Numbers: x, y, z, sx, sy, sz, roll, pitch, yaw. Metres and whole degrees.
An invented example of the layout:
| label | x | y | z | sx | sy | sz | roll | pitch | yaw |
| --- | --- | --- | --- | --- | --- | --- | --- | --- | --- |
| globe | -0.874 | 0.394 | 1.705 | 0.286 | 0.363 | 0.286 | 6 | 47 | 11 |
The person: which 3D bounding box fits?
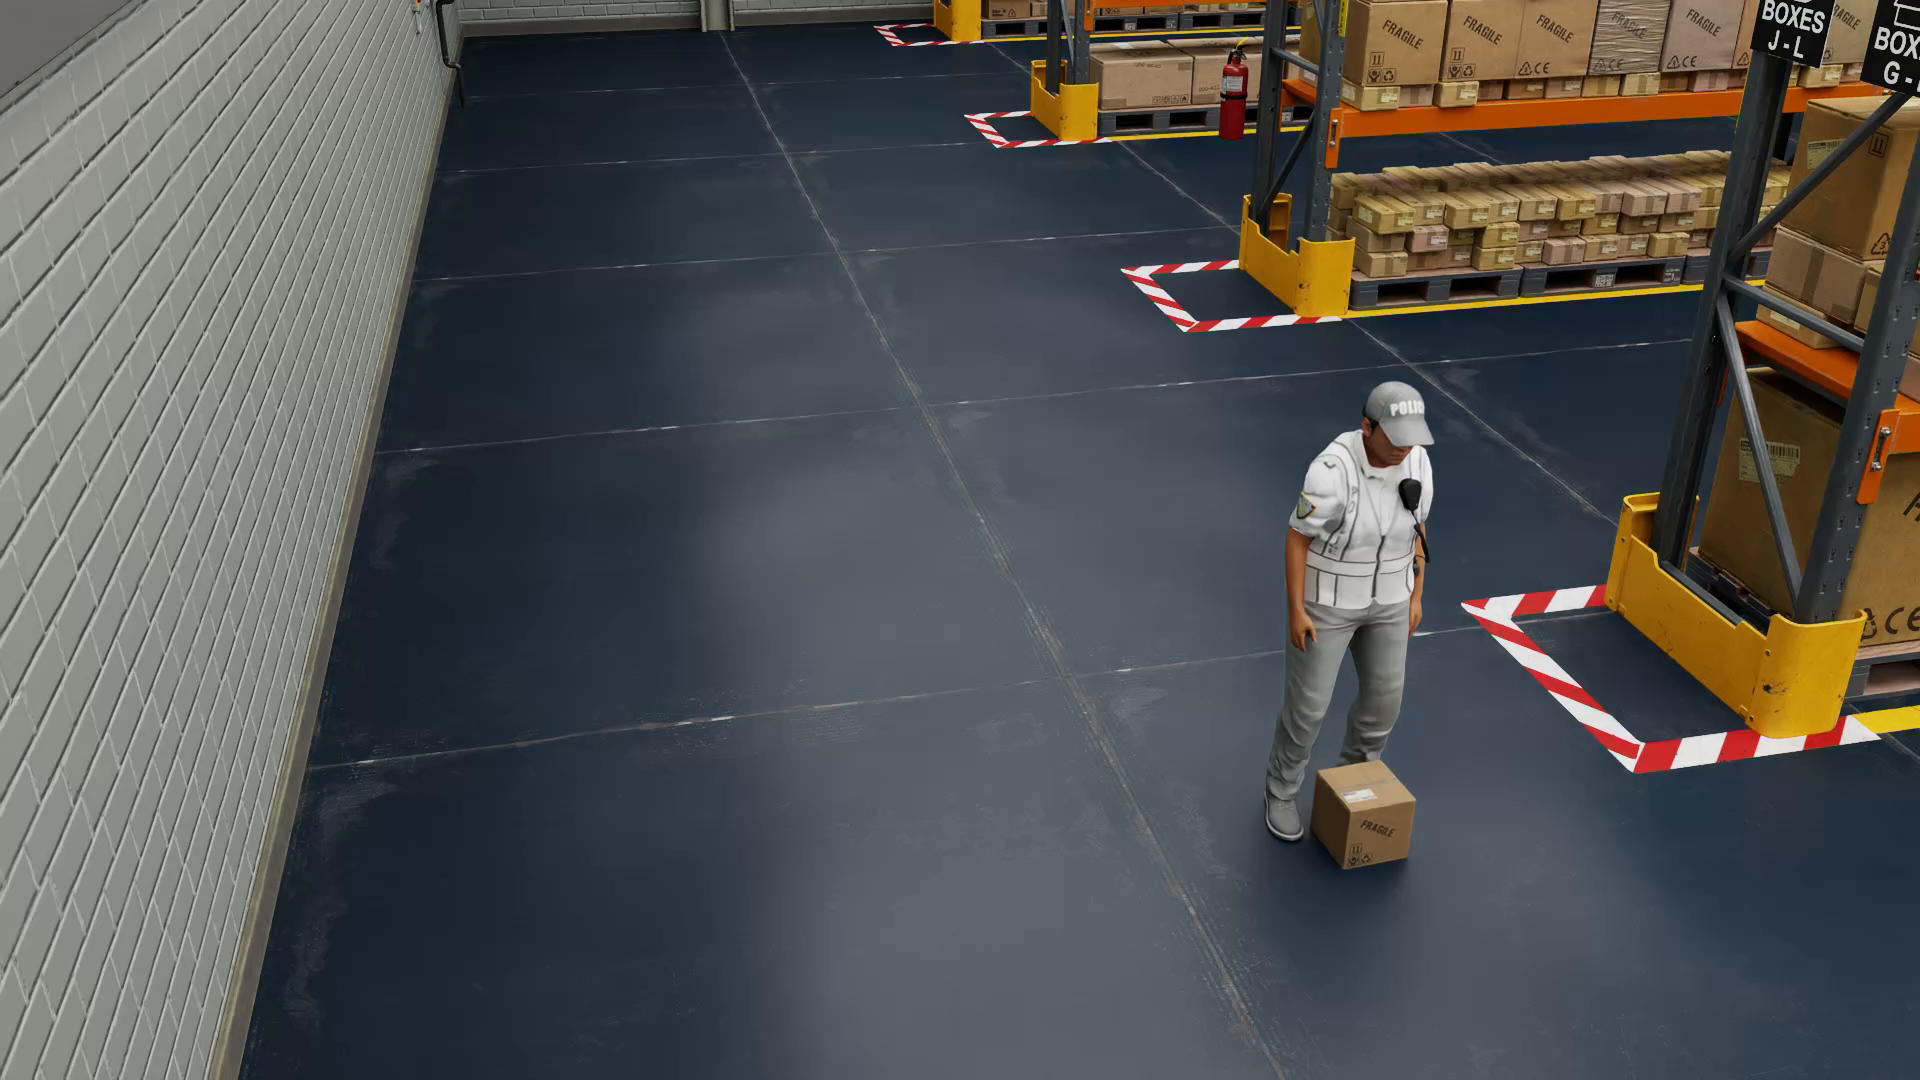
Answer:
| label | x | y | z | sx | sy | sz | roll | pitch | yaw |
| --- | --- | --- | --- | --- | --- | --- | --- | --- | --- |
| person | 1.338 | 0.228 | 5.661 | 0.541 | 1.665 | 0.465 | -7 | 28 | -13 |
